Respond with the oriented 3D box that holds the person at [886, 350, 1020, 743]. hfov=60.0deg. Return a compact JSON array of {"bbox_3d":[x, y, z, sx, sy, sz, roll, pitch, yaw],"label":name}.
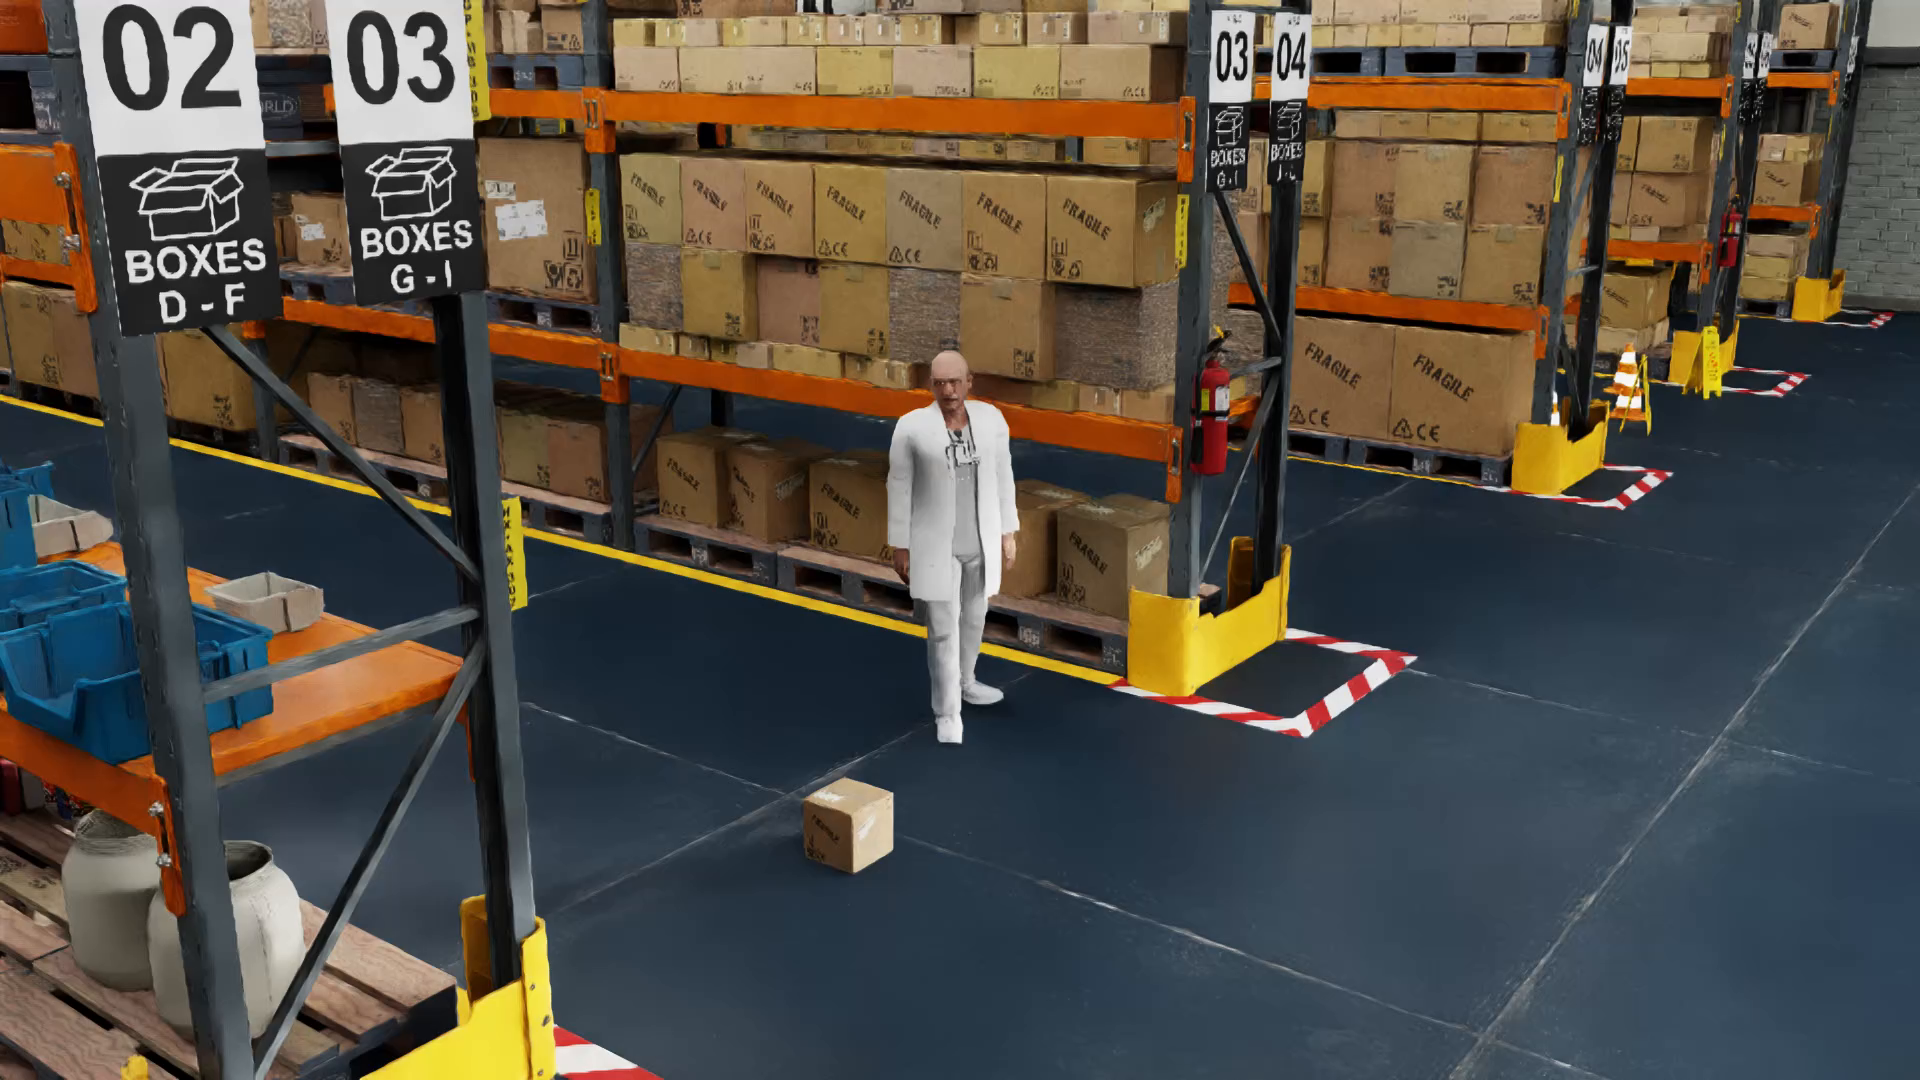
[{"bbox_3d":[-0.034,-0.002,7.573,0.611,1.768,0.634,-6,17,-20],"label":"person"}]
